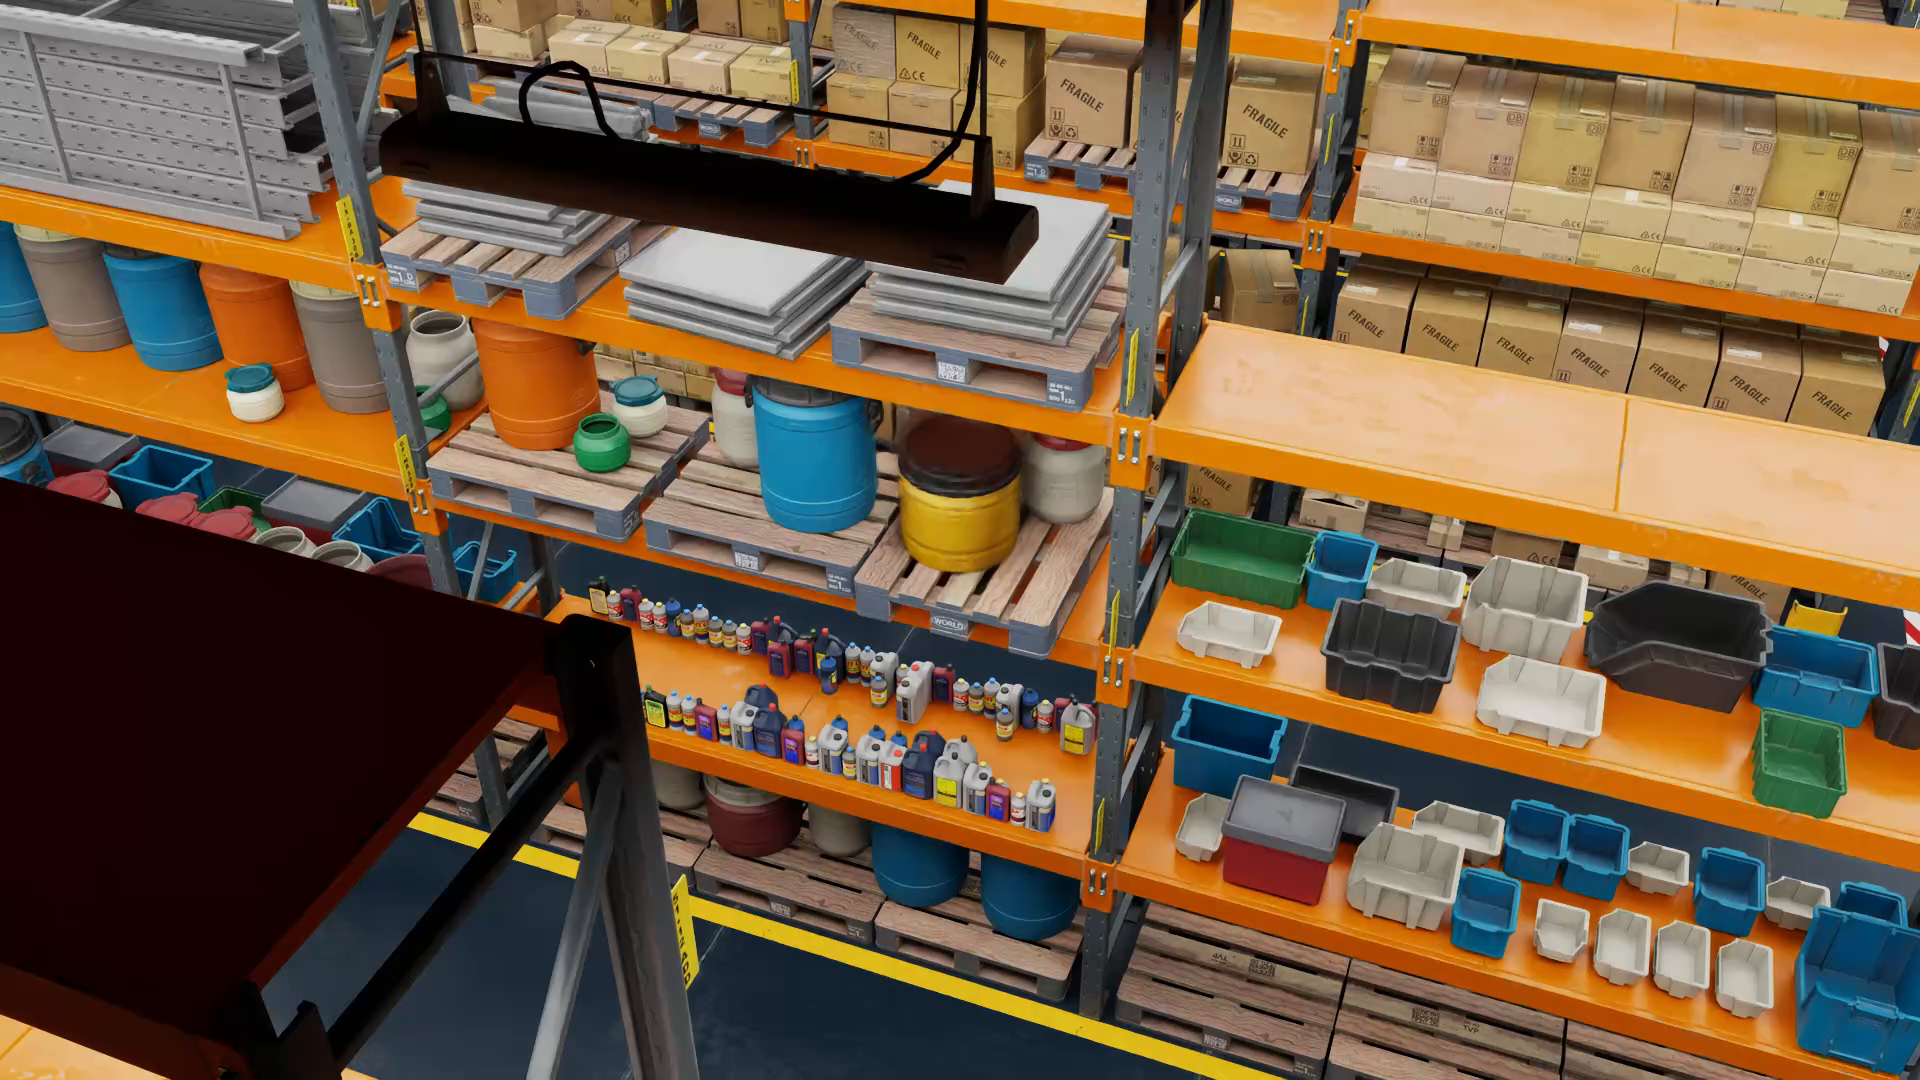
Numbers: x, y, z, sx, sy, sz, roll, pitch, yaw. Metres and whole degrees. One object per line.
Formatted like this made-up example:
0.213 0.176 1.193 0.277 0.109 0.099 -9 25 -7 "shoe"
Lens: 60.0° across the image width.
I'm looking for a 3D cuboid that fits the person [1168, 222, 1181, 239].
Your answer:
1.956 -2.787 15.748 0.520 1.687 0.468 23 42 28 "person"
